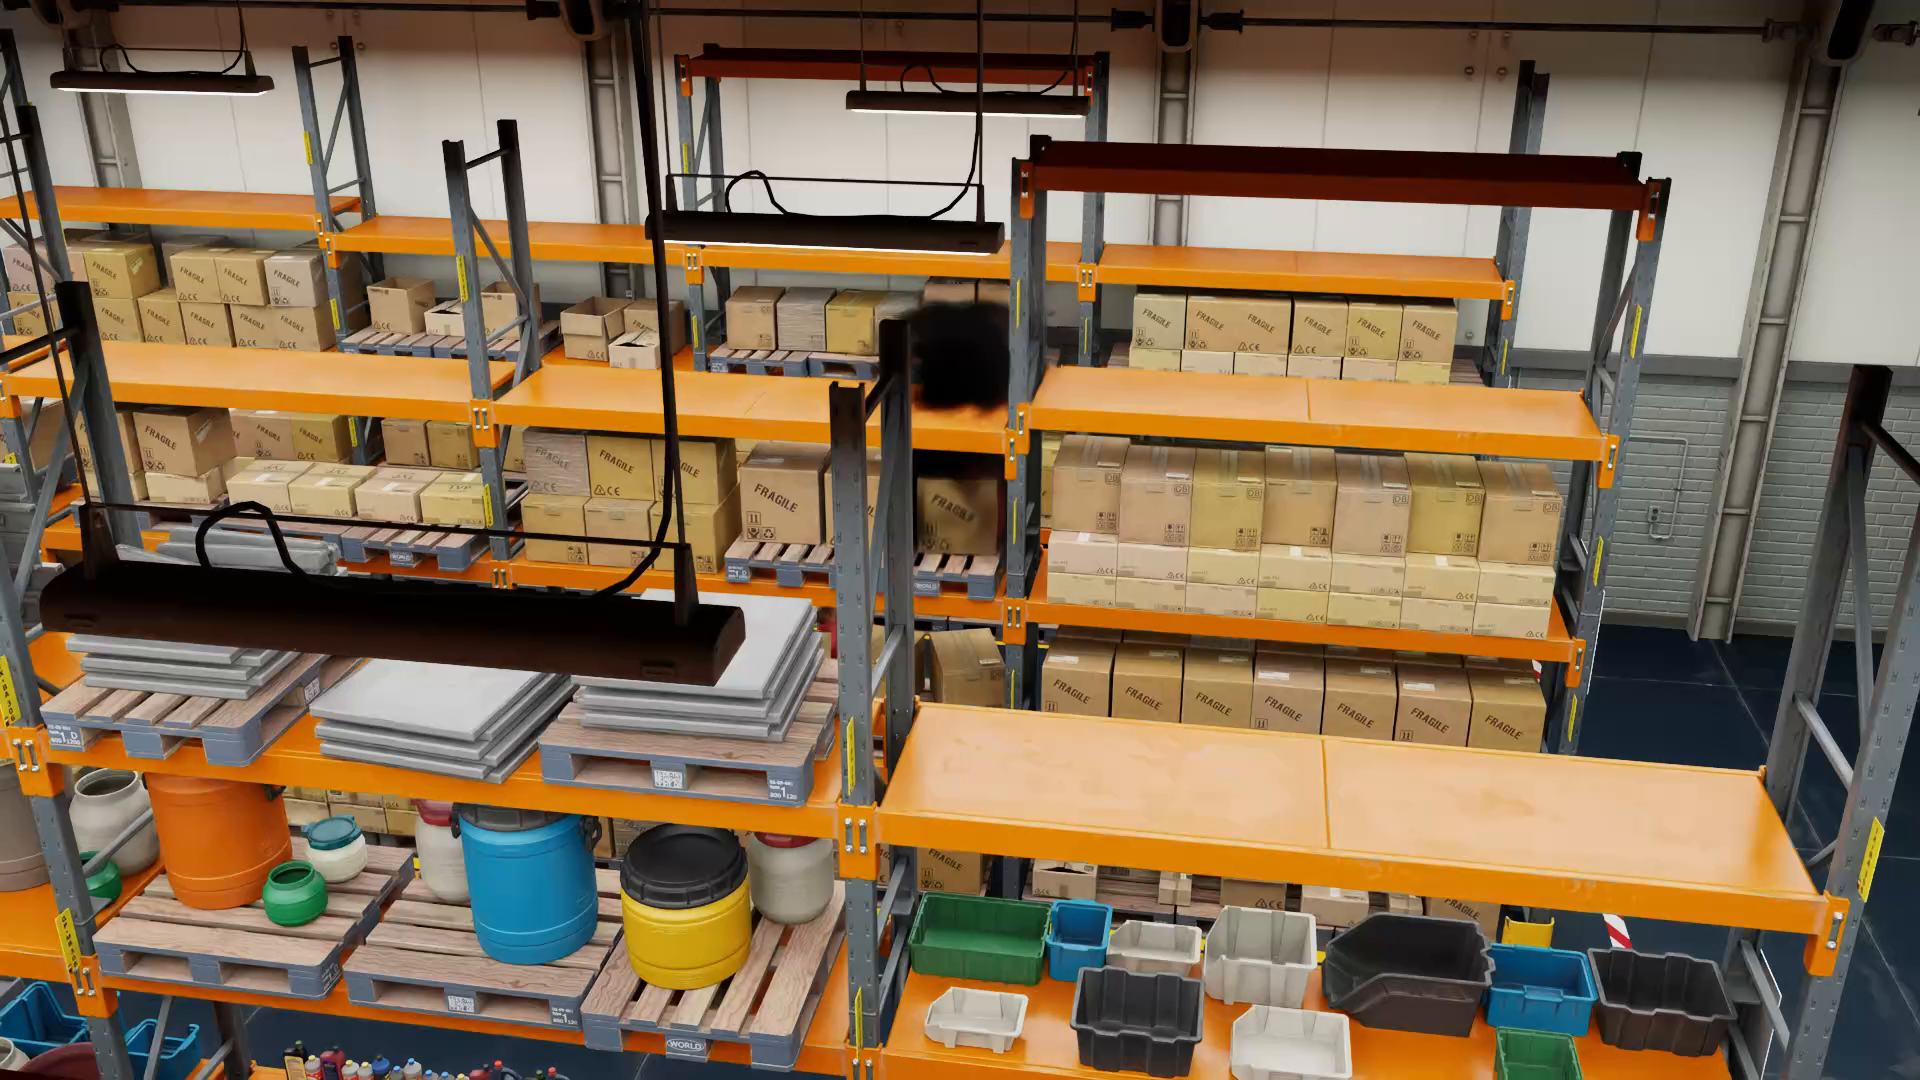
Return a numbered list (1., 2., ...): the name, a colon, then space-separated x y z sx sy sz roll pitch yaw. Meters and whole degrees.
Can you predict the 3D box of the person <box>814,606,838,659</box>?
1. person: -1.142 1.284 15.209 0.636 1.673 0.659 3 23 7
